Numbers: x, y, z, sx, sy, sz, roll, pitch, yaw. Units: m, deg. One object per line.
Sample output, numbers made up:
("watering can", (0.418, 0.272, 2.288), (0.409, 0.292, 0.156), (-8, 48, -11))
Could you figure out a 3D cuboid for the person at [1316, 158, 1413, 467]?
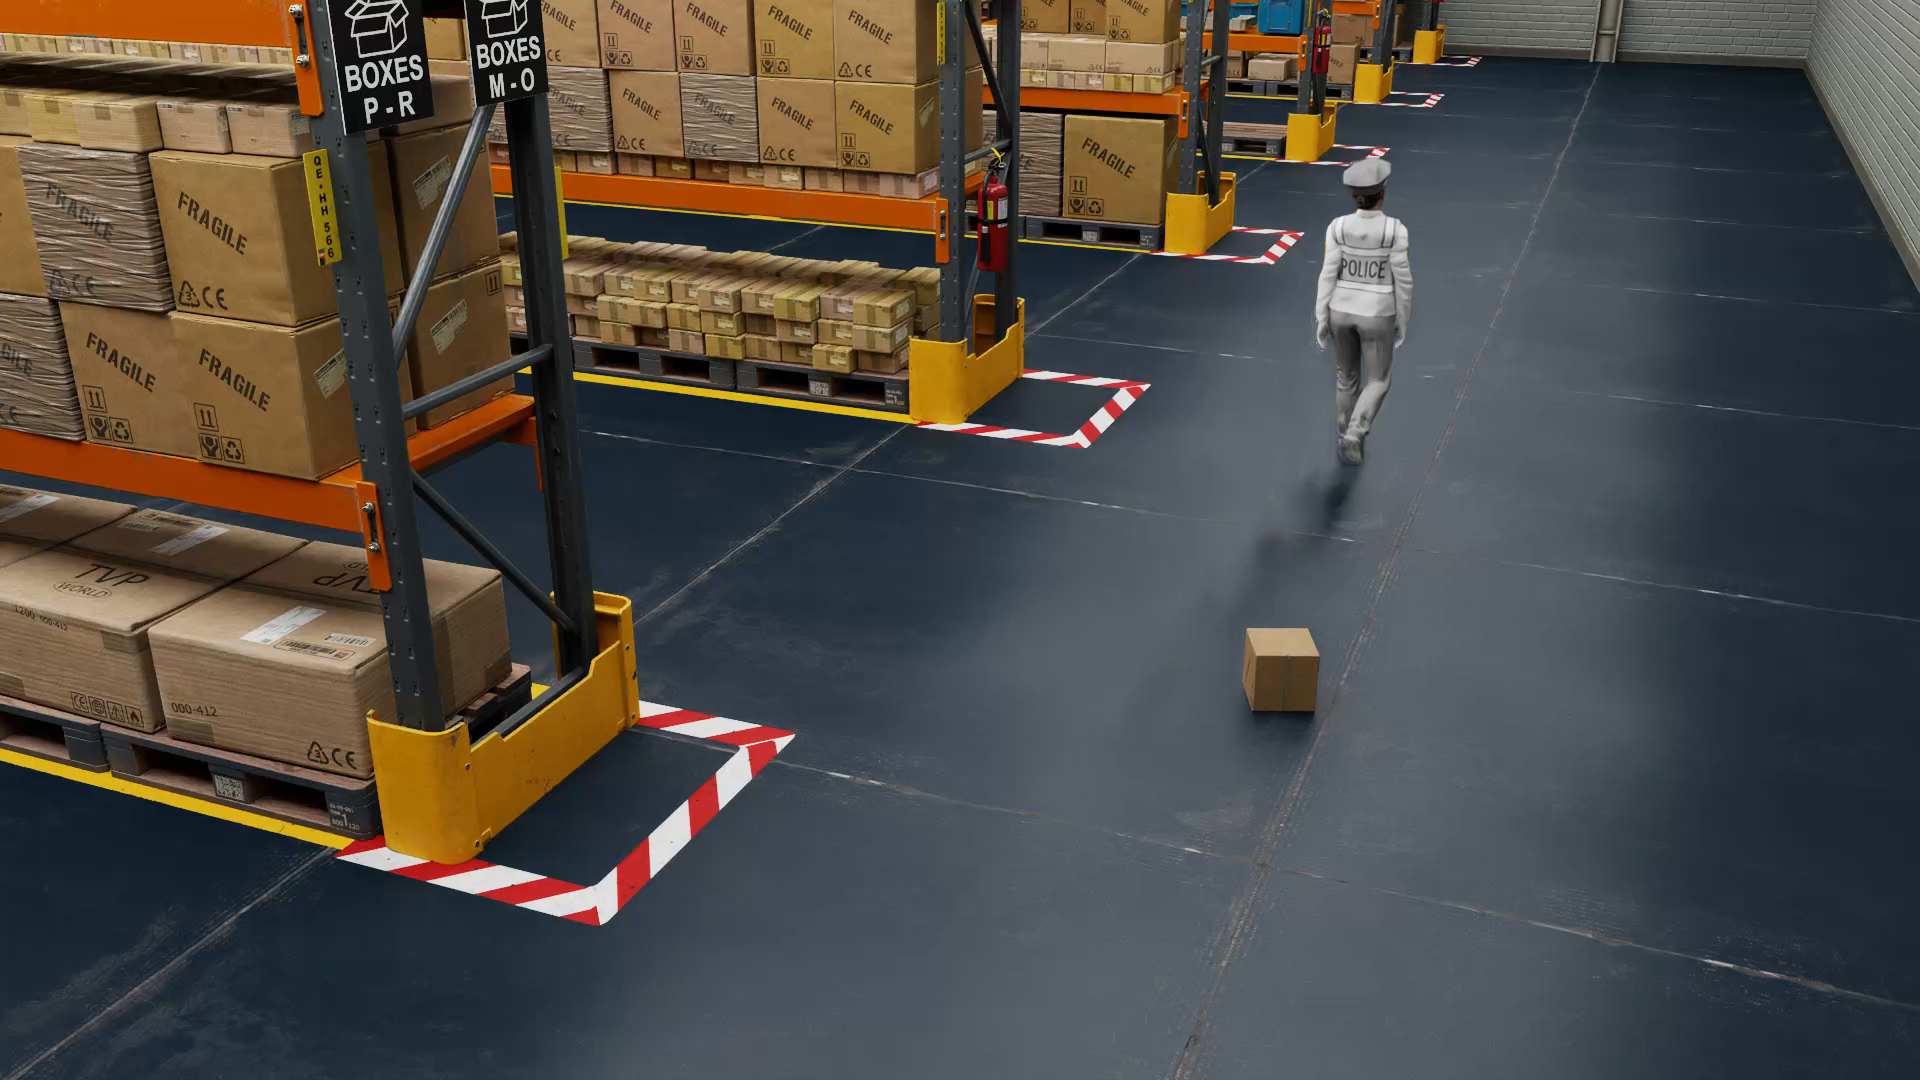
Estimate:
("person", (2.155, -1.194, 8.907), (0.493, 1.663, 0.762), (10, 25, 23))
